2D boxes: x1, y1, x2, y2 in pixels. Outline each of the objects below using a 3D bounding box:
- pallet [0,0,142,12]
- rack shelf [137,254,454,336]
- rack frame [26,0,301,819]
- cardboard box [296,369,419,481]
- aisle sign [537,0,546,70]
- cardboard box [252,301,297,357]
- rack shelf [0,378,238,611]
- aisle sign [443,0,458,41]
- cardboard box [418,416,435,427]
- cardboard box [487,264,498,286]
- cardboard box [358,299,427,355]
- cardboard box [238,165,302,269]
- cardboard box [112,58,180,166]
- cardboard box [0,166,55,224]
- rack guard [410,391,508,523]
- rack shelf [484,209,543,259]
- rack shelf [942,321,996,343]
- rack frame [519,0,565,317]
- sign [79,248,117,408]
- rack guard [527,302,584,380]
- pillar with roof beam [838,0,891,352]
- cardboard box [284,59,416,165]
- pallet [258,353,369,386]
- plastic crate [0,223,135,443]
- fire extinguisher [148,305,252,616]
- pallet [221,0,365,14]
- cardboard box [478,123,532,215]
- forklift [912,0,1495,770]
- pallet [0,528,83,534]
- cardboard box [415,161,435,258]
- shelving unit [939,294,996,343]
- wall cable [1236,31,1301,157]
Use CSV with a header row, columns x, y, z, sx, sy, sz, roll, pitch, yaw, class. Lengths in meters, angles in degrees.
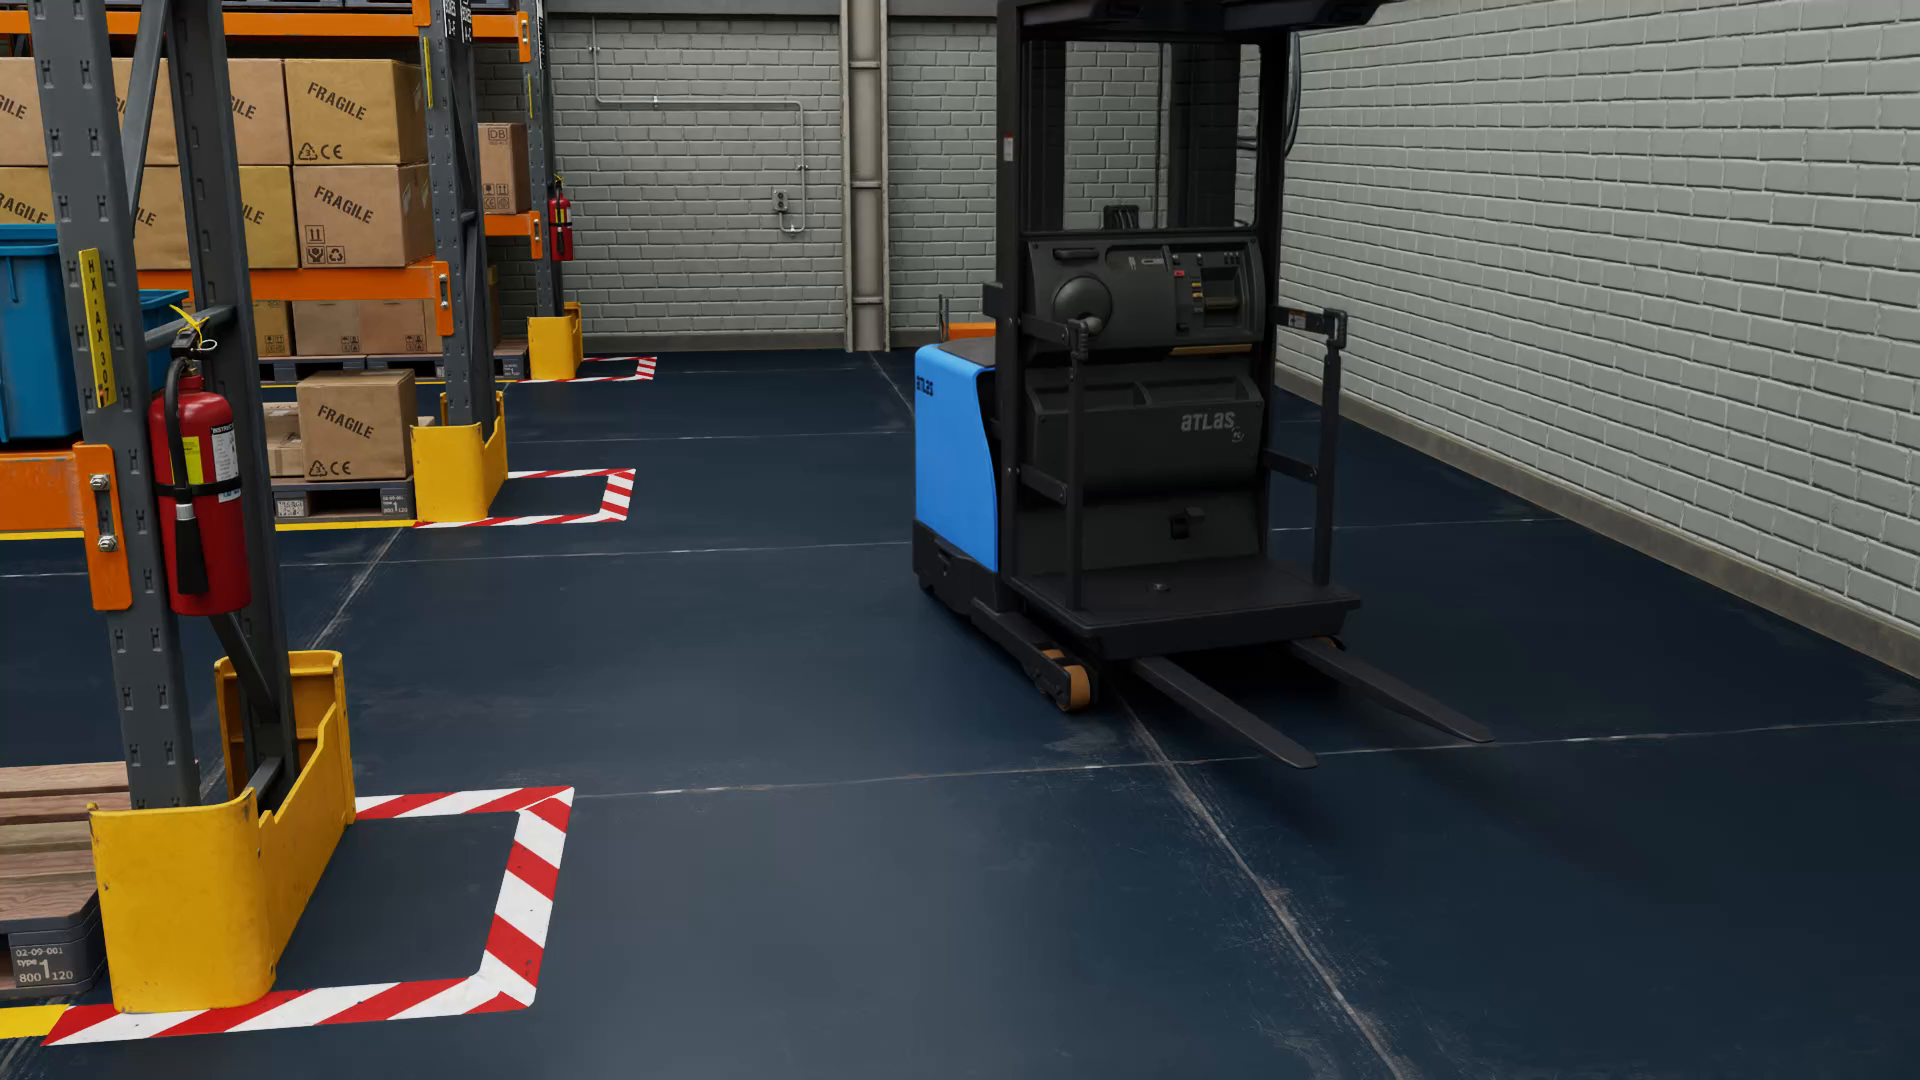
x,y,z,sx,sy,sz,roll,pitch,yaw,class
-6.530,-4.175,12.719,1.213,0.211,1.003,-2,14,-8,pallet
-4.622,-1.268,8.591,4.000,0.370,1.077,-2,14,-8,rack shelf
-1.910,-0.498,4.041,0.127,3.000,1.000,-2,14,-8,rack frame
-3.145,-0.612,8.728,0.500,0.500,0.500,-2,14,-8,cardboard box
-3.270,-4.072,12.950,0.004,0.787,0.394,-2,14,-8,aisle sign
-5.581,-1.765,13.369,0.500,0.500,0.700,-2,14,-7,cardboard box
-3.887,-0.077,3.839,4.000,0.370,1.077,-2,14,-8,rack shelf
-2.531,-2.879,8.192,0.004,0.787,0.394,-2,14,-8,aisle sign
-3.109,-0.588,9.355,0.250,0.149,0.380,-2,14,-8,cardboard box
-3.969,-2.190,13.730,0.250,0.149,0.380,-2,14,-8,cardboard box
-4.558,-1.805,13.527,0.500,0.500,0.700,-2,14,-8,cardboard box
-3.559,-1.637,8.376,0.500,0.500,0.500,-2,14,-8,cardboard box
-4.054,-2.102,8.177,0.500,0.500,0.500,-2,14,-7,cardboard box
-4.551,-1.602,8.237,0.500,0.500,0.500,-2,14,-9,cardboard box
-2.719,-0.474,9.086,0.348,0.500,1.175,-2,14,-8,rack guard
-5.363,-2.460,13.342,4.000,0.370,1.077,-2,14,-8,rack shelf
0.164,-0.969,8.004,0.480,0.148,0.258,-2,14,-8,rack shelf
-3.386,-2.881,13.543,0.127,3.000,1.000,-2,14,-8,rack frame
-1.812,-0.445,3.496,0.005,0.325,0.100,-2,14,-8,sign
-3.362,-1.669,13.851,0.348,0.500,1.175,-2,14,-8,rack guard
-0.203,-5.061,9.904,0.400,9.000,9.100,-2,14,-8,pillar with roof beam
-3.043,-2.141,8.331,0.500,0.500,0.500,-2,14,-9,cardboard box
-5.368,-1.437,13.519,1.213,0.211,1.003,-2,14,-8,pallet
-2.213,-0.487,3.802,0.499,0.435,0.616,-2,14,-8,plastic crate
-1.693,-0.176,3.682,0.183,0.674,0.296,-2,14,-8,fire extinguisher
-5.327,-4.218,12.892,1.213,0.211,1.003,-2,14,-8,pallet
-3.888,-3.006,13.423,0.700,0.700,0.980,-1,14,-6,cardboard box
0.767,-0.932,5.911,1.130,2.935,3.031,-5,15,-19,forklift
-4.711,-0.262,8.831,1.213,0.211,1.003,-2,14,-8,pallet
-3.122,-1.785,8.969,0.500,0.500,0.500,-2,14,-7,cardboard box
0.164,-0.588,8.100,0.503,1.200,0.258,-2,14,-8,shelving unit
2.261,-4.404,13.666,0.112,2.526,3.097,-2,14,-8,wall cable
